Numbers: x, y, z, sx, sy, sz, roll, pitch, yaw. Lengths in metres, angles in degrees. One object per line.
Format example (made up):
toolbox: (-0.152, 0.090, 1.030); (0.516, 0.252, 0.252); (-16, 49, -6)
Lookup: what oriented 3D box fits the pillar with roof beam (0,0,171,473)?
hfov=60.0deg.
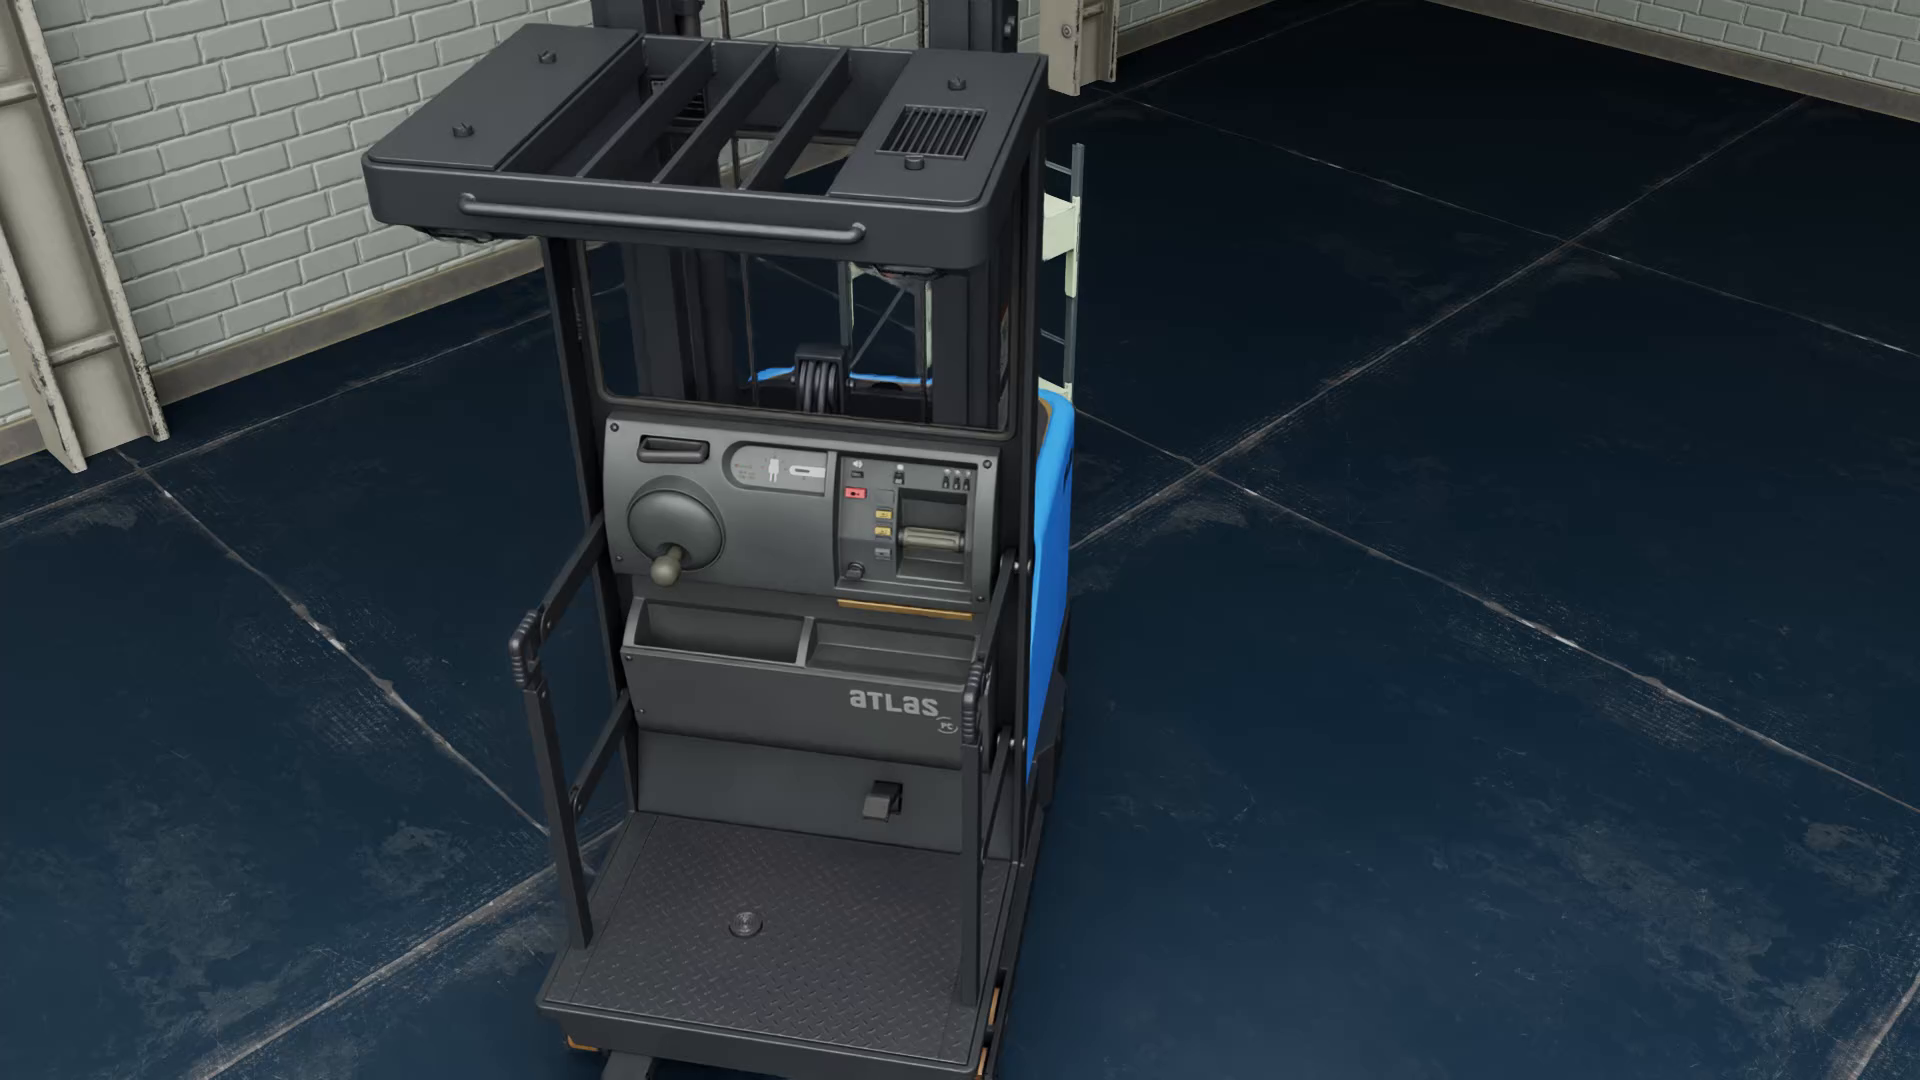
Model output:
pillar with roof beam: (-0.447, -2.362, 1.770); (9.100, 9.000, 0.400); (30, 45, 35)

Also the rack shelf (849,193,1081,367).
rack shelf: (0.005, -0.938, 5.602); (0.431, 0.370, 0.720); (30, 45, 35)

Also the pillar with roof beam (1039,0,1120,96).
pillar with roof beam: (3.780, -4.798, 5.263); (9.100, 9.000, 0.400); (30, 45, 35)

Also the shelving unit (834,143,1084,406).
shelving unit: (0.005, -0.618, 5.825); (0.431, 1.500, 0.755); (30, 45, 35)

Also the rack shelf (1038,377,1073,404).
rack shelf: (0.005, -0.350, 6.011); (0.431, 0.370, 0.720); (30, 45, 35)

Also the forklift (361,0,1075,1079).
forklift: (-0.413, 0.003, 3.683); (1.130, 2.935, 3.031); (6, 35, 9)

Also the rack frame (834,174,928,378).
rack frame: (-0.253, -0.469, 5.612); (0.400, 1.500, 0.023); (30, 45, 35)

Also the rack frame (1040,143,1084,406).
rack frame: (0.263, -0.766, 6.038); (0.400, 1.500, 0.023); (30, 45, 35)
